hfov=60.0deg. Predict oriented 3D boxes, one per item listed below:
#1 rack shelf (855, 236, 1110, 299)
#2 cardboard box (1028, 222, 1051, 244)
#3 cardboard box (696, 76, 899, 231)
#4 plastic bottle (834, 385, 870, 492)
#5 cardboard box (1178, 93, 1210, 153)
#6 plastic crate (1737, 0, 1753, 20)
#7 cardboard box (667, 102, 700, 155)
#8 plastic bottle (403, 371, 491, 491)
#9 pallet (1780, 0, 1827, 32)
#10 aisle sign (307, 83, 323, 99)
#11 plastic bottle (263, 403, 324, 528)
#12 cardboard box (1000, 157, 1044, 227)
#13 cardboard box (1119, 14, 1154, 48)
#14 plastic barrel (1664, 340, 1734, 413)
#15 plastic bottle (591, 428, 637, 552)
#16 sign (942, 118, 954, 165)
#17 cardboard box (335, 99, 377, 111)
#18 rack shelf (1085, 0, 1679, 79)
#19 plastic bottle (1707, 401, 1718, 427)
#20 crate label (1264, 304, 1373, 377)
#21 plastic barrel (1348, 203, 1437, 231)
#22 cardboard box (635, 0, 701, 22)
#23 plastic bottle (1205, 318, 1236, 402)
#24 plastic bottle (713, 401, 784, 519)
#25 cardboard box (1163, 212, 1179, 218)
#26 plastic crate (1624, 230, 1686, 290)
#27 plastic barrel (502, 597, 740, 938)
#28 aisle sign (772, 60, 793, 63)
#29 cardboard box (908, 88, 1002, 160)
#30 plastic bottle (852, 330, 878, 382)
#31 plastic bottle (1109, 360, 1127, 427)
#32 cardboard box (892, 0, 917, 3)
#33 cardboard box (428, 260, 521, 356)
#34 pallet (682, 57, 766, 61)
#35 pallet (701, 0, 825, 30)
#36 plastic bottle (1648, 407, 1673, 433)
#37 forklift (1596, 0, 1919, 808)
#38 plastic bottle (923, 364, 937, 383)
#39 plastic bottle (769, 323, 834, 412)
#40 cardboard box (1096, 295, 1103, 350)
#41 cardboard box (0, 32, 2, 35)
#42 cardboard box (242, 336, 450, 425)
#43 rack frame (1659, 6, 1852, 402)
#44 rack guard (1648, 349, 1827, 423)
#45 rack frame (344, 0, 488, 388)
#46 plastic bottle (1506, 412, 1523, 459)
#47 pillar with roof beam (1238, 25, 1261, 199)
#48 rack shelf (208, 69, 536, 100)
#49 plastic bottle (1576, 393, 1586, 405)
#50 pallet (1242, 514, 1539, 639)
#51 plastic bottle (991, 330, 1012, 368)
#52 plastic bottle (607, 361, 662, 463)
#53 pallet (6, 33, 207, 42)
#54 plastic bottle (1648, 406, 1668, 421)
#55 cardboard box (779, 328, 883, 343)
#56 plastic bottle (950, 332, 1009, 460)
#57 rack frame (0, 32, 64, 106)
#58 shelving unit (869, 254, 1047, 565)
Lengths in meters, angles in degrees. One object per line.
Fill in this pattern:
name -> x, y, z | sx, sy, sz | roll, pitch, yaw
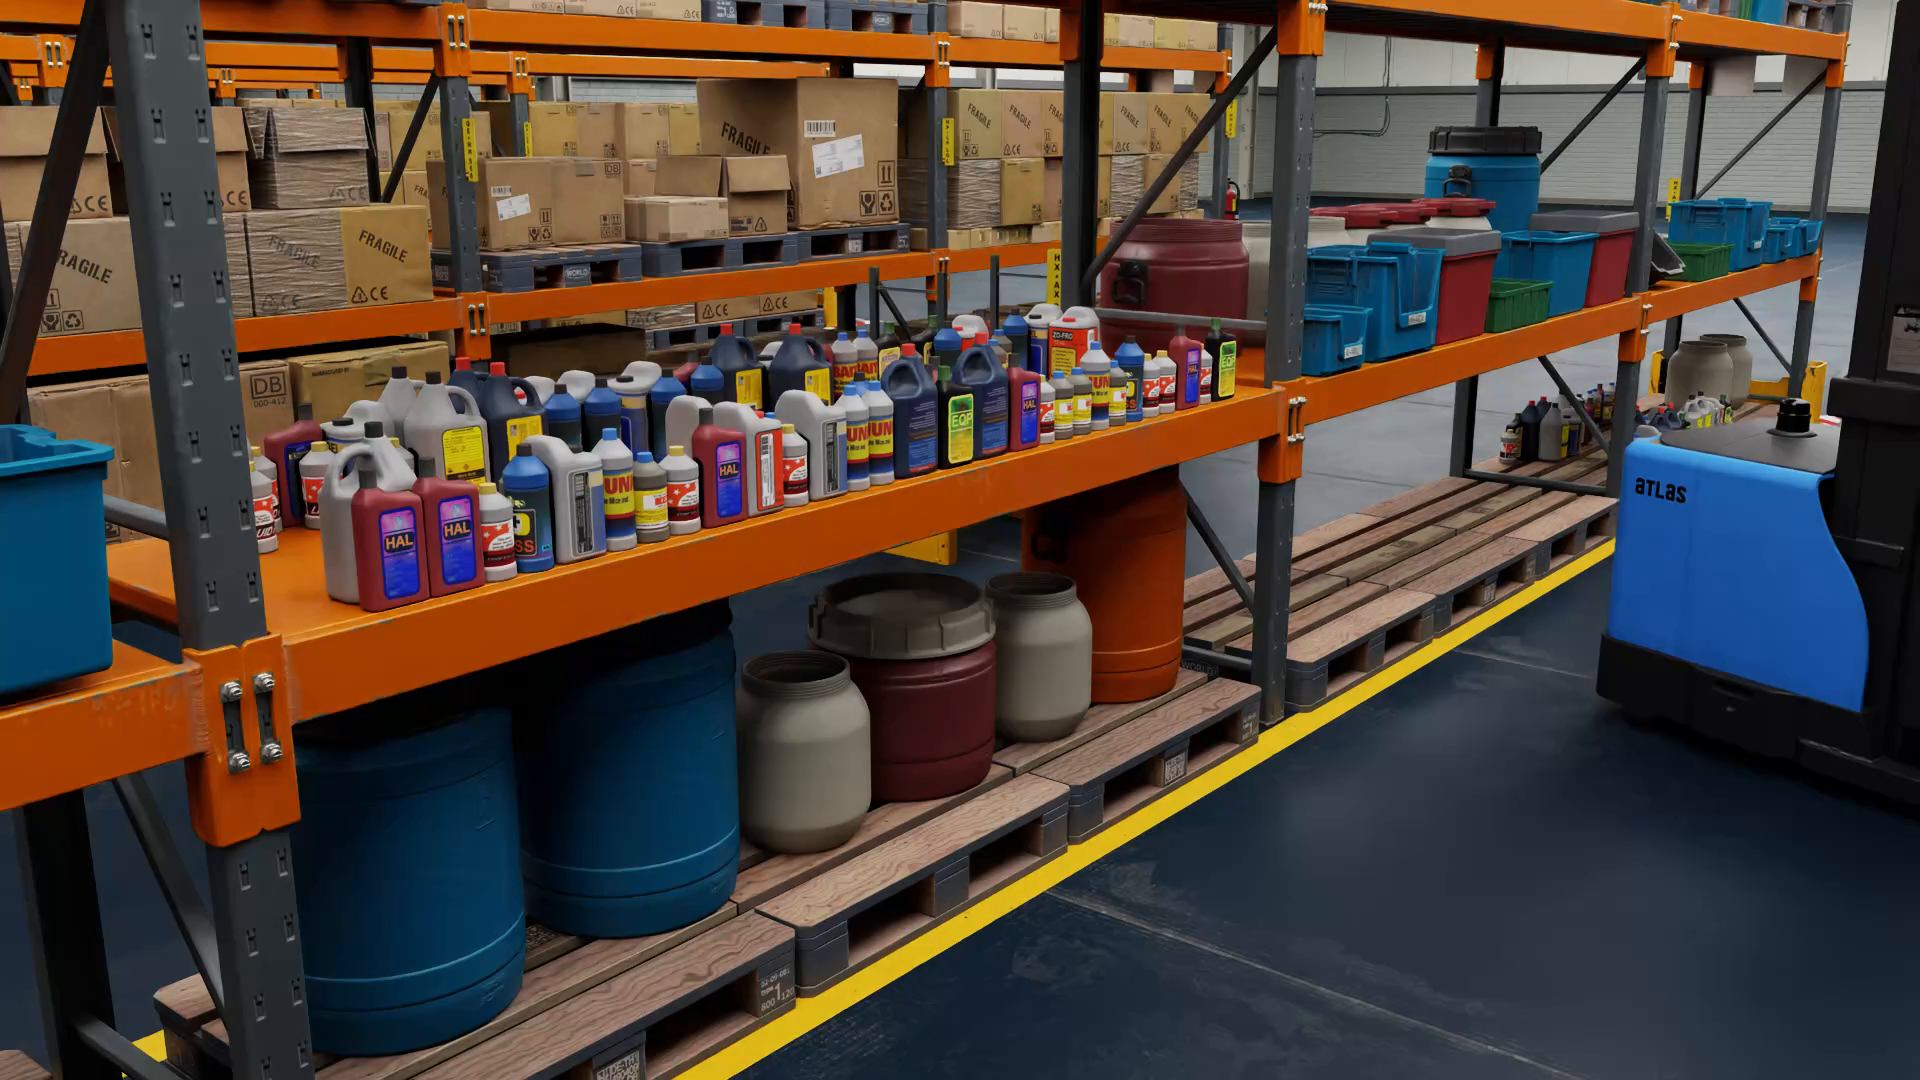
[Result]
rack shelf -> 0.738, -2.394, 13.914 | 1.077, 0.370, 4.000 | 11, 18, 38
cardboard box -> 0.492, -2.421, 13.071 | 0.380, 0.149, 0.250 | 11, 18, 38
cardboard box -> -1.127, -2.723, 11.679 | 1.000, 1.000, 1.000 | 11, 18, 38
plastic bottle -> -0.286, -0.268, 4.346 | 0.097, 0.271, 0.097 | 0, 14, 0
cardboard box -> 1.841, -3.659, 14.596 | 0.500, 0.500, 0.500 | 11, 18, 38
plastic crate -> 4.537, -3.204, 9.981 | 0.336, 0.188, 0.450 | 11, 18, 38
cardboard box -> -3.026, -4.116, 16.734 | 0.875, 0.550, 0.500 | 11, 18, 38
plastic bottle -> -1.260, -0.241, 4.080 | 0.144, 0.351, 0.185 | 11, 18, 38
pallet -> 5.251, -3.578, 11.406 | 1.003, 0.211, 1.213 | 11, 18, 38
aisle sign -> -9.307, -6.653, 23.941 | 0.394, 0.787, 0.004 | 11, 18, 38
plastic bottle -> -1.589, -0.181, 3.980 | 0.061, 0.283, 0.133 | 11, 18, 38
cardboard box -> 0.153, -2.719, 12.926 | 0.875, 0.500, 0.500 | 11, 18, 38
cardboard box -> 1.249, -4.182, 13.705 | 0.500, 0.250, 0.500 | 12, 18, 39
plastic barrel -> 5.178, -1.123, 11.650 | 0.421, 0.512, 0.421 | 0, 14, 0
plastic bottle -> -0.783, -0.116, 3.749 | 0.097, 0.271, 0.097 | 0, 14, 0
sign -> -0.085, -2.835, 11.840 | 0.100, 0.325, 0.005 | 11, 18, 38
cardboard box -> -7.107, -4.807, 19.116 | 0.700, 0.500, 0.500 | 11, 18, 36
rack shelf -> 2.076, -2.315, 7.512 | 1.077, 0.370, 4.000 | 11, 18, 38
plastic bottle -> 4.767, -0.762, 10.668 | 0.152, 0.276, 0.135 | 11, 18, 36
crate label -> 1.375, -0.768, 6.395 | 0.303, 0.233, 0.416 | 11, 18, 38
plastic barrel -> 2.100, -1.369, 8.143 | 0.433, 0.535, 0.433 | 0, 14, 0
cardboard box -> -1.901, -3.223, 9.931 | 0.500, 0.250, 0.500 | 12, 18, 39
plastic bottle -> 0.897, -0.627, 5.735 | 0.061, 0.283, 0.133 | 11, 18, 38
plastic bottle -> -0.526, -0.208, 4.100 | 0.152, 0.276, 0.135 | 11, 18, 38
cardboard box -> 1.702, -2.813, 14.616 | 0.380, 0.149, 0.250 | 11, 18, 38
plastic crate -> 3.761, -1.643, 9.625 | 0.767, 0.338, 0.504 | 11, 18, 38
plastic barrel -> -0.895, 0.516, 4.410 | 0.600, 0.901, 0.708 | 11, 18, 38
aisle sign -> -1.988, -5.232, 18.347 | 0.394, 0.787, 0.004 | 11, 18, 38
cardboard box -> -0.039, -3.083, 12.330 | 0.500, 0.500, 0.500 | 11, 18, 38
plastic bottle -> -0.318, -0.555, 5.478 | 0.097, 0.271, 0.097 | 0, 14, 0
plastic bottle -> 0.481, -0.468, 5.275 | 0.097, 0.201, 0.097 | 0, 14, 0
cardboard box -> -0.540, -4.041, 12.339 | 0.380, 0.149, 0.250 | 12, 19, 39
cardboard box -> -4.634, -2.127, 15.118 | 1.050, 0.750, 0.750 | 11, 18, 37
pallet -> -2.258, -5.179, 17.507 | 1.003, 0.211, 1.213 | 11, 18, 38
pallet -> -1.640, -3.421, 10.787 | 1.213, 0.211, 1.003 | 11, 18, 38
plastic bottle -> 4.163, -0.613, 9.928 | 0.144, 0.351, 0.185 | 12, 18, 39
forklift -> 3.692, -0.512, 5.186 | 1.130, 2.935, 3.031 | -9, 17, -31
plastic bottle -> -0.069, -0.356, 4.670 | 0.061, 0.283, 0.133 | 11, 18, 38
plastic bottle -> -0.476, -0.477, 5.007 | 0.144, 0.351, 0.185 | 11, 18, 38
cardboard box -> 1.240, -1.881, 14.657 | 0.500, 0.500, 0.500 | -10, 17, -35
cardboard box -> -6.989, -3.734, 11.433 | 0.500, 0.500, 0.500 | 11, 18, 38
cardboard box -> -3.483, -0.638, 9.005 | 1.225, 0.875, 0.875 | 10, 17, 35
rack frame -> 5.847, -2.359, 12.316 | 1.000, 3.000, 0.127 | 11, 18, 38
rack guard -> 5.836, -1.125, 12.538 | 1.175, 0.500, 0.348 | 11, 18, 38
rack frame -> -3.033, -1.593, 9.302 | 1.000, 3.000, 0.127 | 11, 18, 38
plastic bottle -> 3.379, -0.633, 10.145 | 0.061, 0.283, 0.133 | 12, 19, 40
pillar with roof beam -> 11.489, -13.419, 43.670 | 9.100, 9.000, 0.400 | 11, 18, 38
rack shelf -> -6.970, -5.381, 19.581 | 1.077, 0.370, 4.000 | 11, 18, 38
plastic bottle -> 4.060, -0.827, 10.934 | 0.097, 0.271, 0.097 | 0, 14, 0
pallet -> 2.103, 0.150, 8.105 | 1.003, 0.211, 1.213 | 11, 18, 38
plastic bottle -> 0.140, -0.661, 6.036 | 0.097, 0.201, 0.097 | 0, 14, 0
plastic bottle -> -0.922, -0.363, 4.711 | 0.152, 0.276, 0.135 | 11, 18, 38
pallet -> -6.464, -3.874, 12.572 | 1.213, 0.211, 1.003 | 12, 19, 40
plastic bottle -> 4.418, -0.712, 10.472 | 0.152, 0.276, 0.135 | 11, 18, 38
cardboard box -> -0.922, -1.247, 12.122 | 0.700, 0.500, 0.500 | 10, 17, 33
plastic bottle -> 0.046, -0.416, 4.770 | 0.144, 0.351, 0.185 | 11, 18, 38
rack frame -> -6.828, -2.380, 12.400 | 1.000, 3.000, 0.127 | 11, 18, 38
shelving unit -> 0.048, -0.742, 8.996 | 0.587, 1.500, 1.083 | 11, 18, 38
